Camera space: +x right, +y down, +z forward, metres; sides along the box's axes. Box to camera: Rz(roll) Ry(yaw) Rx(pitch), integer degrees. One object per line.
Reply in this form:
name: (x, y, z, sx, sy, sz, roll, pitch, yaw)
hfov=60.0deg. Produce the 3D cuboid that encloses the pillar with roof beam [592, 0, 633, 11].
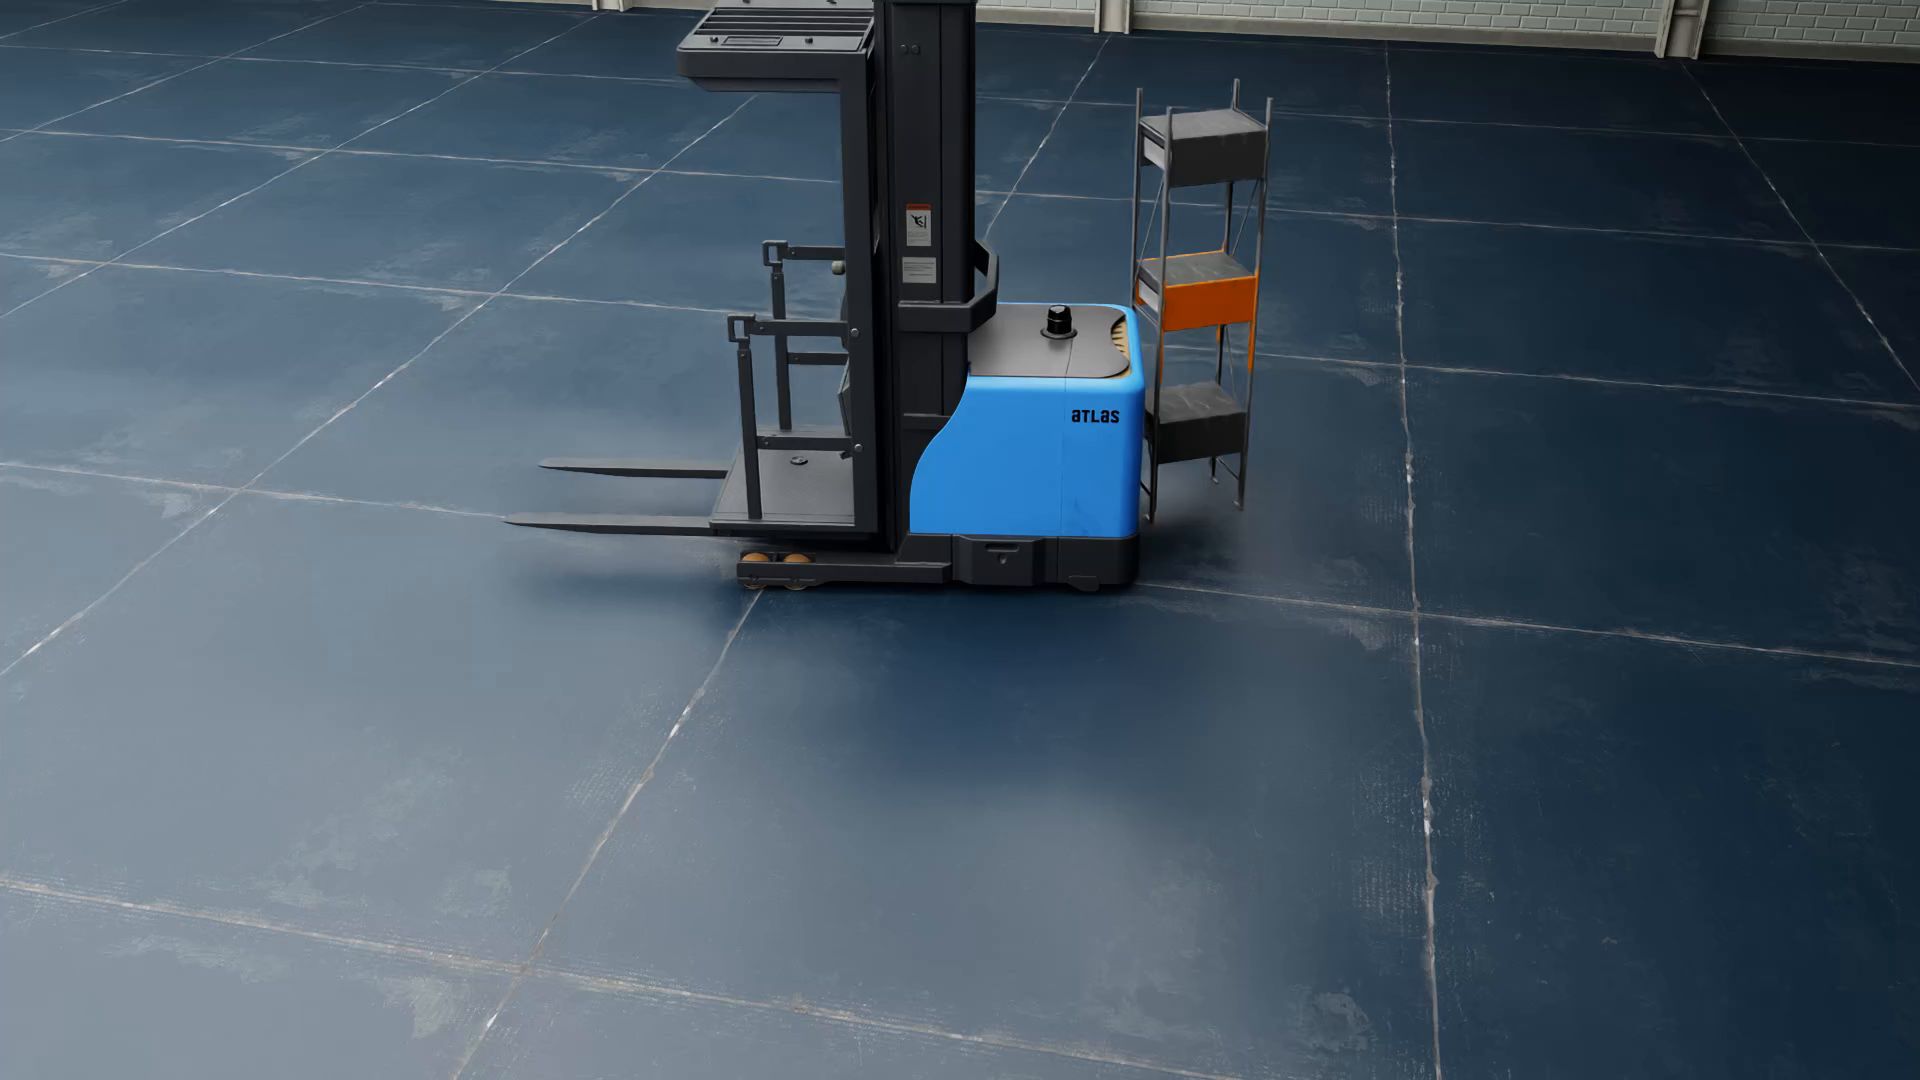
pillar with roof beam: (-5.038, -8.276, 13.996, 0.400, 9.000, 9.100, 6, 29, 11)

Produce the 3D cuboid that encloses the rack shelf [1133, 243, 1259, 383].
rack shelf: (1.135, -1.112, 8.114, 0.480, 0.518, 0.431, -9, 30, -13)

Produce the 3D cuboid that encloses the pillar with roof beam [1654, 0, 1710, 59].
pillar with roof beam: (6.698, -7.072, 11.798, 0.400, 9.000, 9.100, 6, 29, 11)

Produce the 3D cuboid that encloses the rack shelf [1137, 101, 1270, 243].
rack shelf: (1.123, -1.724, 7.774, 0.480, 0.518, 0.431, -9, 30, -13)

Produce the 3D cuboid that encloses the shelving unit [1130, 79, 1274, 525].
shelving unit: (1.135, -1.124, 8.107, 0.503, 2.100, 0.431, -9, 30, -13)

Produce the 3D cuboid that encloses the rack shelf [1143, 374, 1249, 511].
rack shelf: (1.147, -0.500, 8.453, 0.480, 0.518, 0.431, -9, 30, -13)

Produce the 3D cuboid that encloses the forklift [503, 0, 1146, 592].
forklift: (-0.657, -1.302, 7.576, 3.031, 2.935, 1.130, 1, 29, 3)

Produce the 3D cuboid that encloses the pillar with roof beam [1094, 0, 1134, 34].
pillar with roof beam: (0.830, -7.674, 12.897, 0.400, 9.000, 9.100, 6, 29, 11)

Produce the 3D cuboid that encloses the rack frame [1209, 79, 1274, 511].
rack frame: (1.369, -1.160, 8.163, 0.015, 2.100, 0.400, -9, 30, -13)

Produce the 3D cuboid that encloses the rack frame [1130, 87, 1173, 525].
rack frame: (0.900, -1.088, 8.051, 0.015, 2.100, 0.400, -9, 30, -13)
